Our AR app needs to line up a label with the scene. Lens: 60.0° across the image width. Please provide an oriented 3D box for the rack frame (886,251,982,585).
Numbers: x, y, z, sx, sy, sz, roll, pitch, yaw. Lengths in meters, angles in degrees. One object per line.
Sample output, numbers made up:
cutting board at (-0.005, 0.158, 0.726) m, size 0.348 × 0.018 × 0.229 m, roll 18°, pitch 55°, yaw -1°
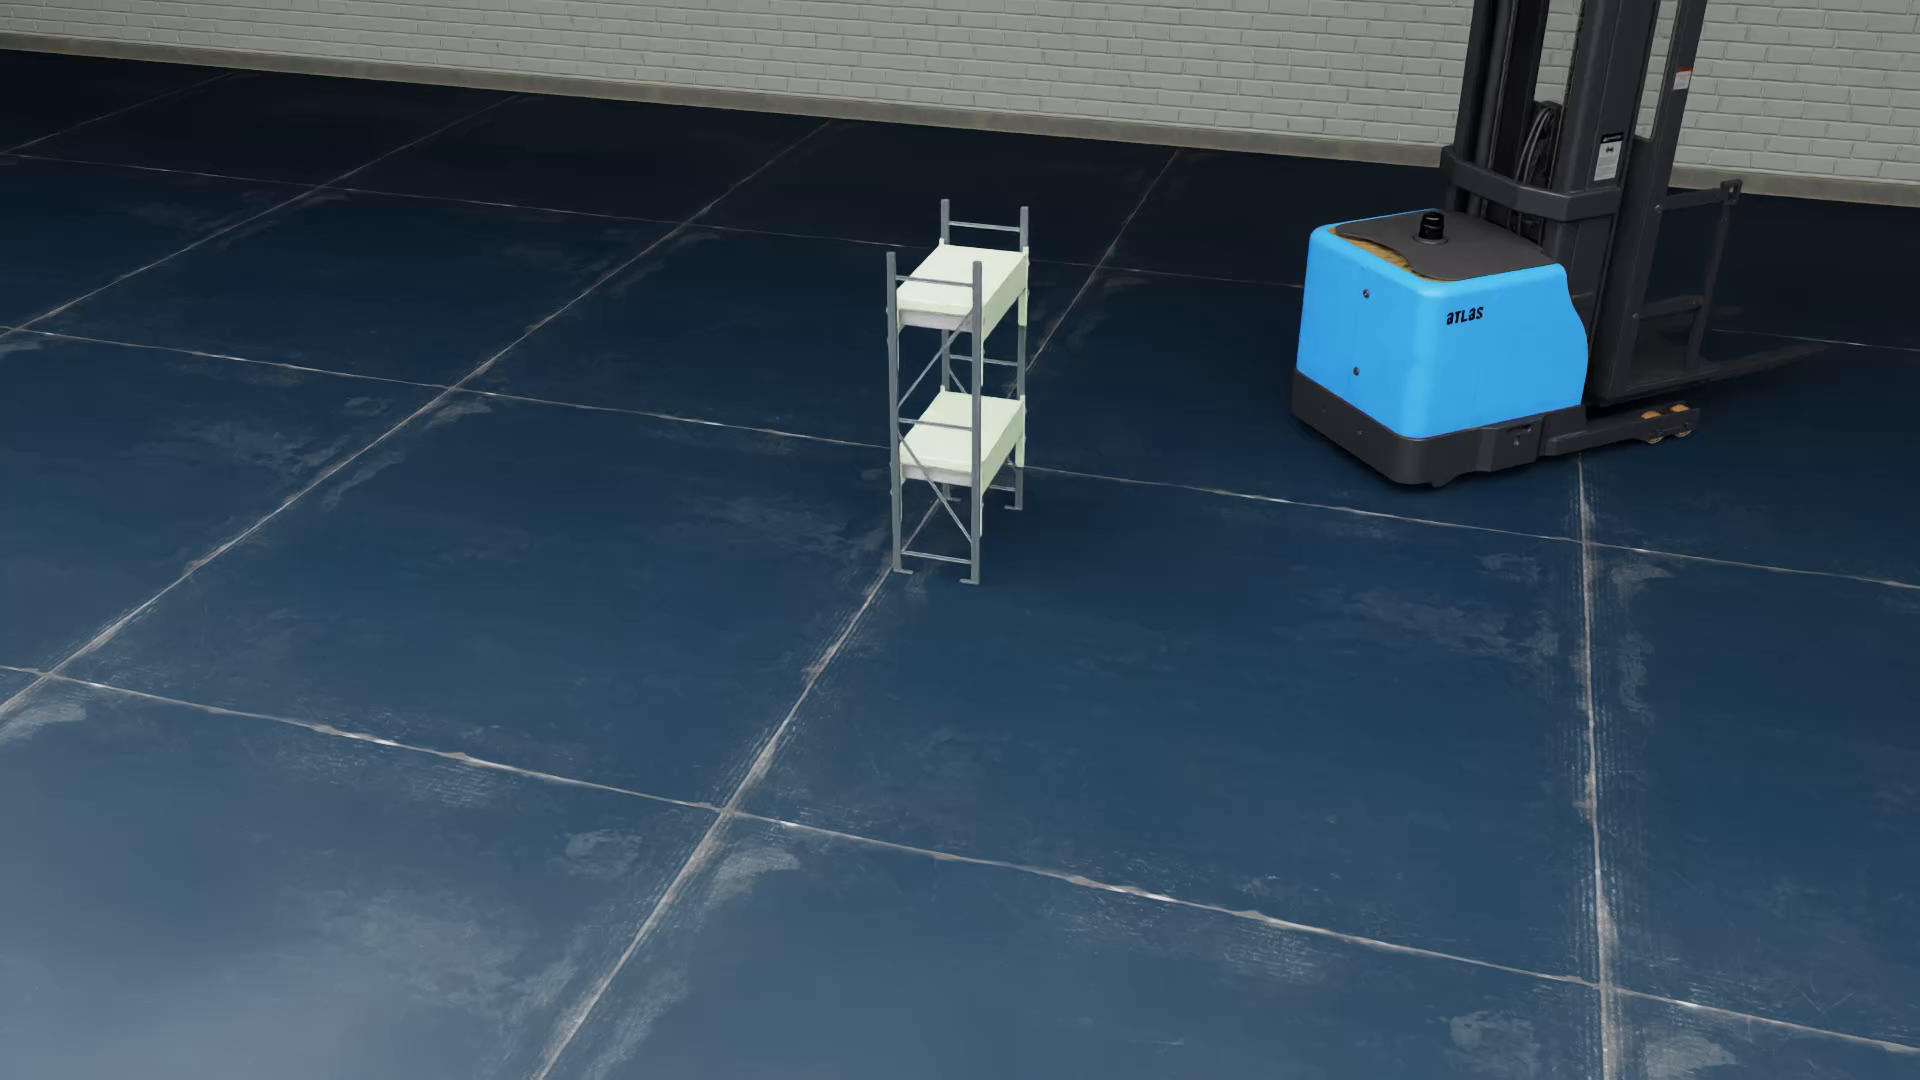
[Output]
rack frame at (-0.105, -0.488, 7.085) m, size 0.400 × 1.500 × 0.023 m, roll 8°, pitch 30°, yaw 15°

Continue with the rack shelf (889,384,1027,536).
rack shelf at (0.002, -0.374, 7.549) m, size 0.431 × 0.370 × 0.720 m, roll 8°, pitch 30°, yaw 15°

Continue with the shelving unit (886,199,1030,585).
shelving unit at (0.002, -0.659, 7.391) m, size 0.431 × 1.500 × 0.755 m, roll 8°, pitch 30°, yaw 15°

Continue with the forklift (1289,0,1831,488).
forklift at (3.312, -2.004, 8.337) m, size 3.031 × 2.935 × 1.130 m, roll -12°, pitch 31°, yaw -21°

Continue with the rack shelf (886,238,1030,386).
rack shelf at (0.002, -1.000, 7.201) m, size 0.431 × 0.370 × 0.720 m, roll 8°, pitch 30°, yaw 15°

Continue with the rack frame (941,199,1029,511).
rack frame at (0.109, -0.829, 7.697) m, size 0.400 × 1.500 × 0.023 m, roll 8°, pitch 30°, yaw 15°
